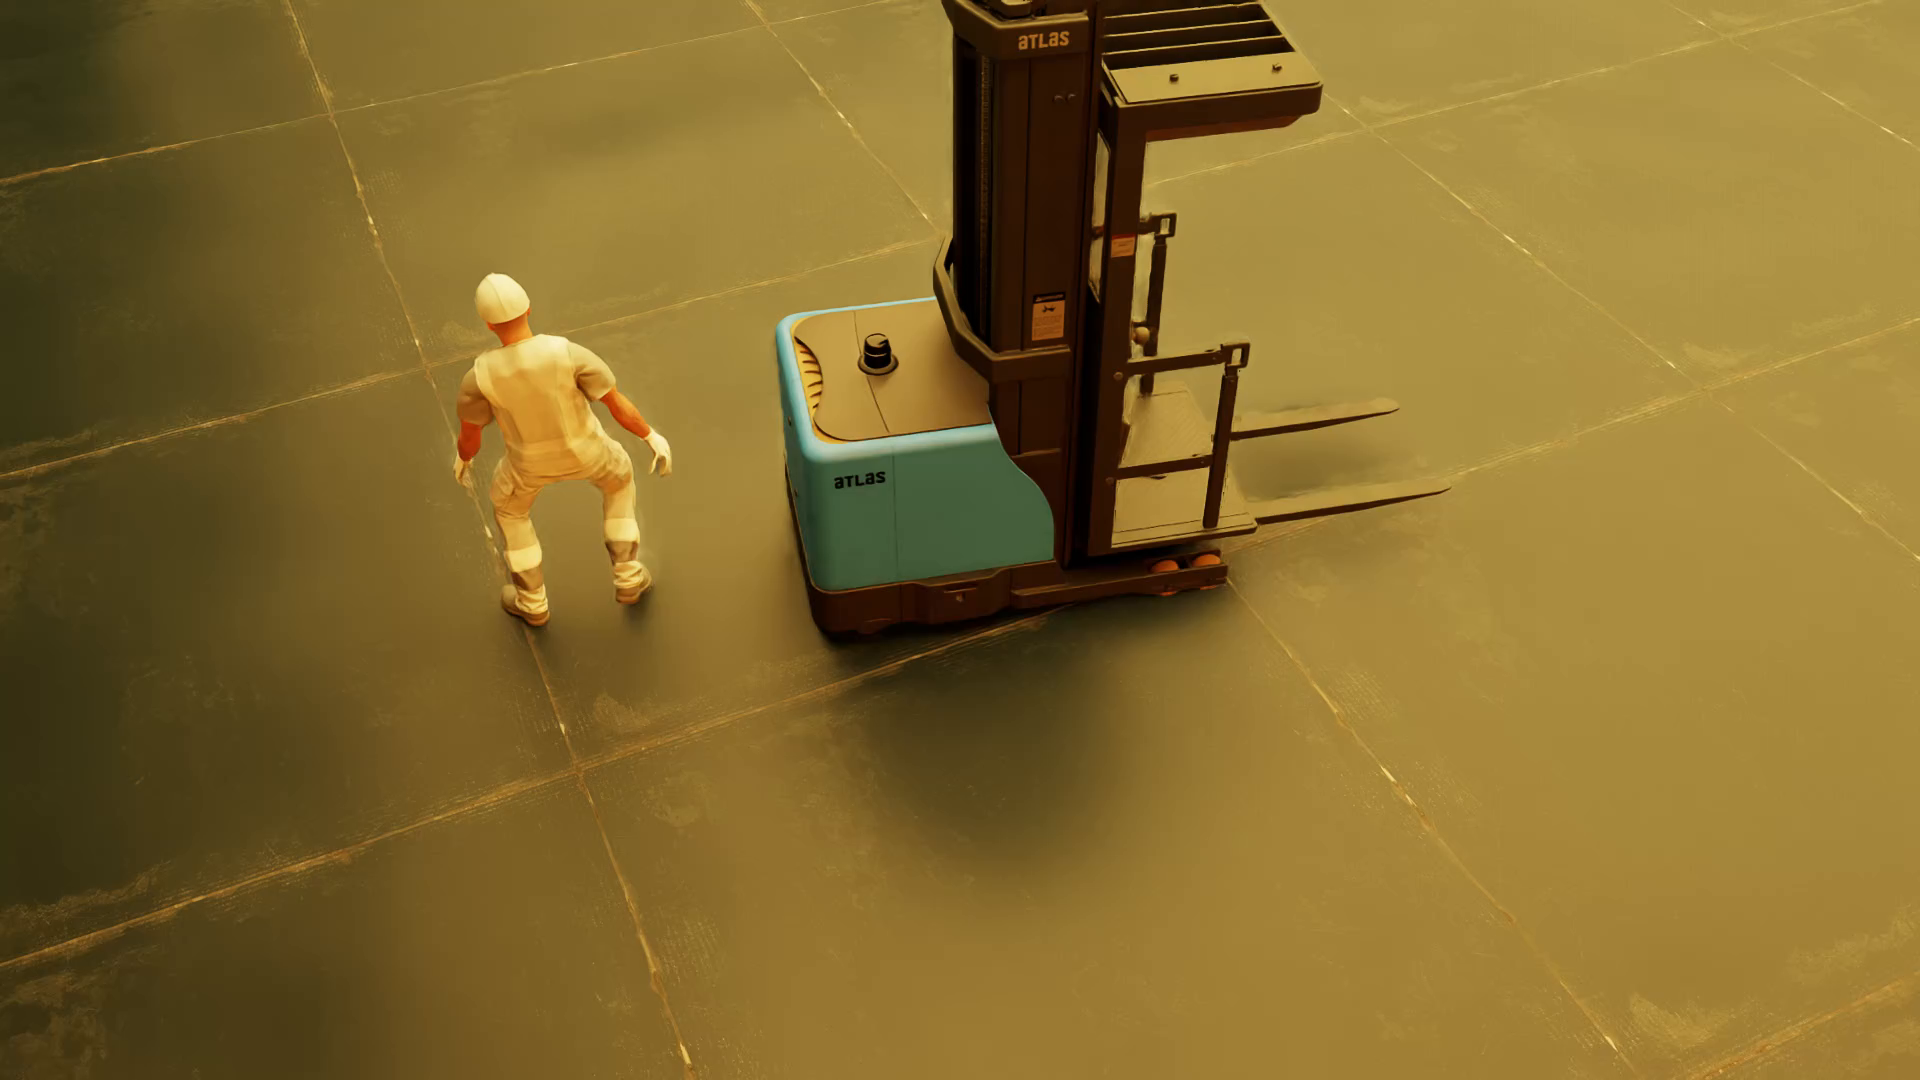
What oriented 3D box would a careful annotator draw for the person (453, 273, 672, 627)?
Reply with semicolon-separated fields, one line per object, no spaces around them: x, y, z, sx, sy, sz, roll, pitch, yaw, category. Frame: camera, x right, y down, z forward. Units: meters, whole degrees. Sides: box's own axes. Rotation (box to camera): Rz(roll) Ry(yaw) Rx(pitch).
-1.686;-0.385;7.006;0.923;1.691;0.488;-6;43;-6;person

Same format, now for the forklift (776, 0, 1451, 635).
0.747;-1.164;6.927;3.031;2.935;1.130;-8;44;-9;forklift
